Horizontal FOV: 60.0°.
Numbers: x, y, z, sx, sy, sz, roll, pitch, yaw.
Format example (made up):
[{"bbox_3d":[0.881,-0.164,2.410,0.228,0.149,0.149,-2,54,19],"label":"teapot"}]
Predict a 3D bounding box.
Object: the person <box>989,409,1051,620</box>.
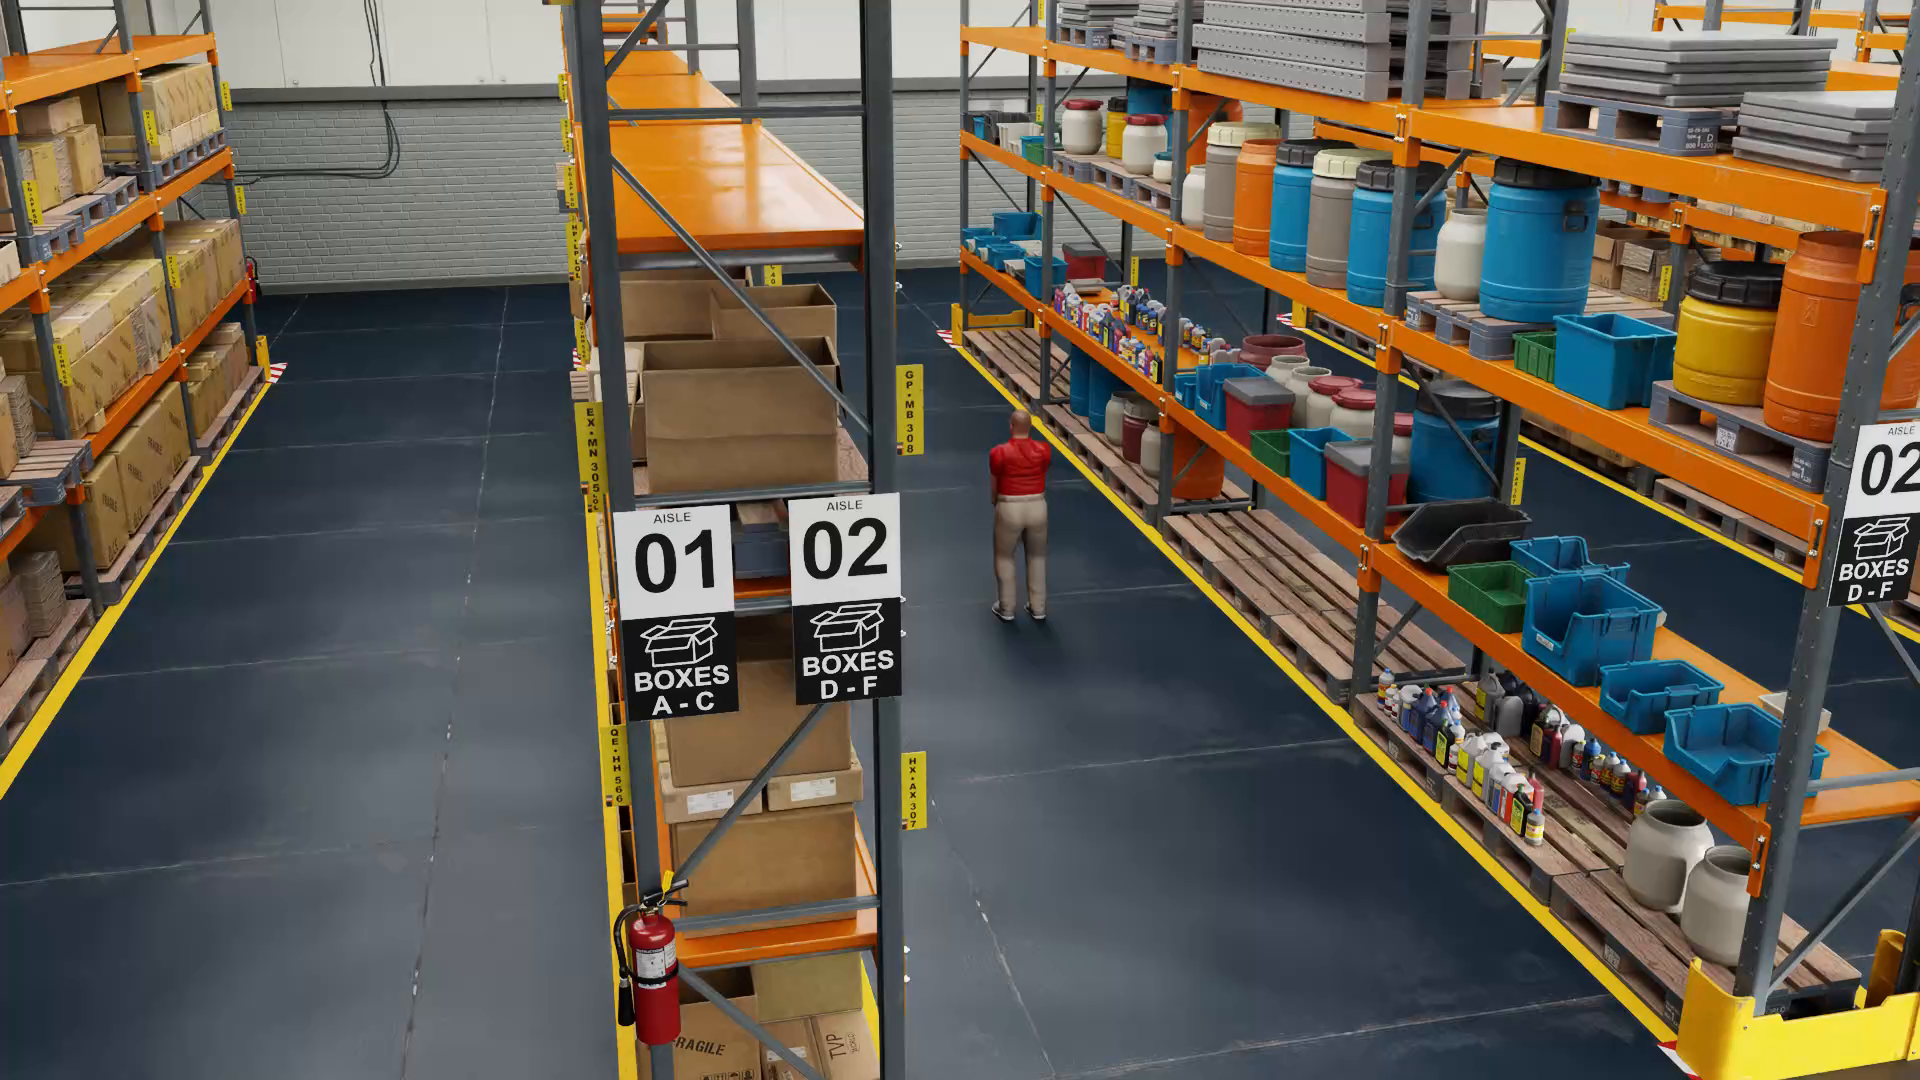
[{"bbox_3d":[0.441,-0.224,13.057,0.491,1.722,0.533,-4,20,-12],"label":"person"}]
